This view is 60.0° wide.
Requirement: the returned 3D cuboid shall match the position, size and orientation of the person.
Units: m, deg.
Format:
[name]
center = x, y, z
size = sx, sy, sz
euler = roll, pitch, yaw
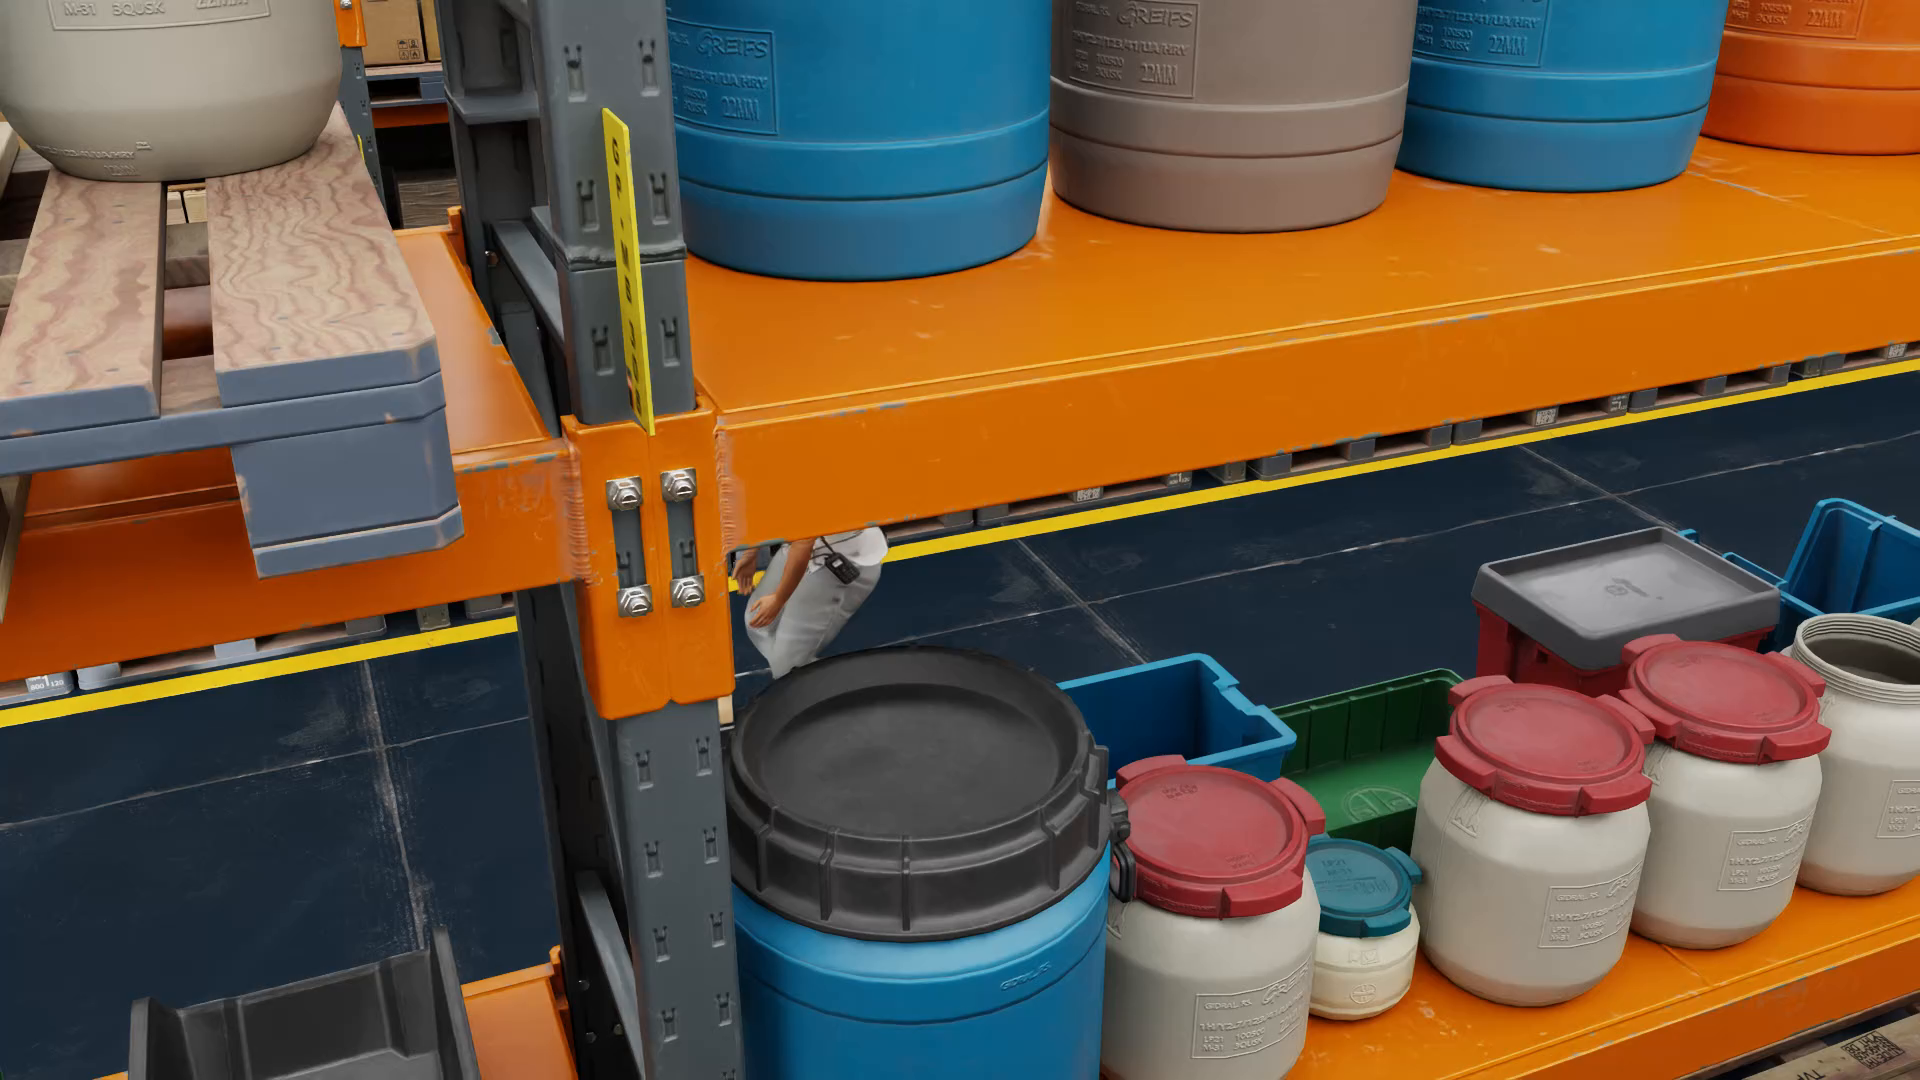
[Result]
[person]
center = -0.591, 0.106, 6.118
size = 0.652, 1.480, 0.528
euler = -10, 28, -20
